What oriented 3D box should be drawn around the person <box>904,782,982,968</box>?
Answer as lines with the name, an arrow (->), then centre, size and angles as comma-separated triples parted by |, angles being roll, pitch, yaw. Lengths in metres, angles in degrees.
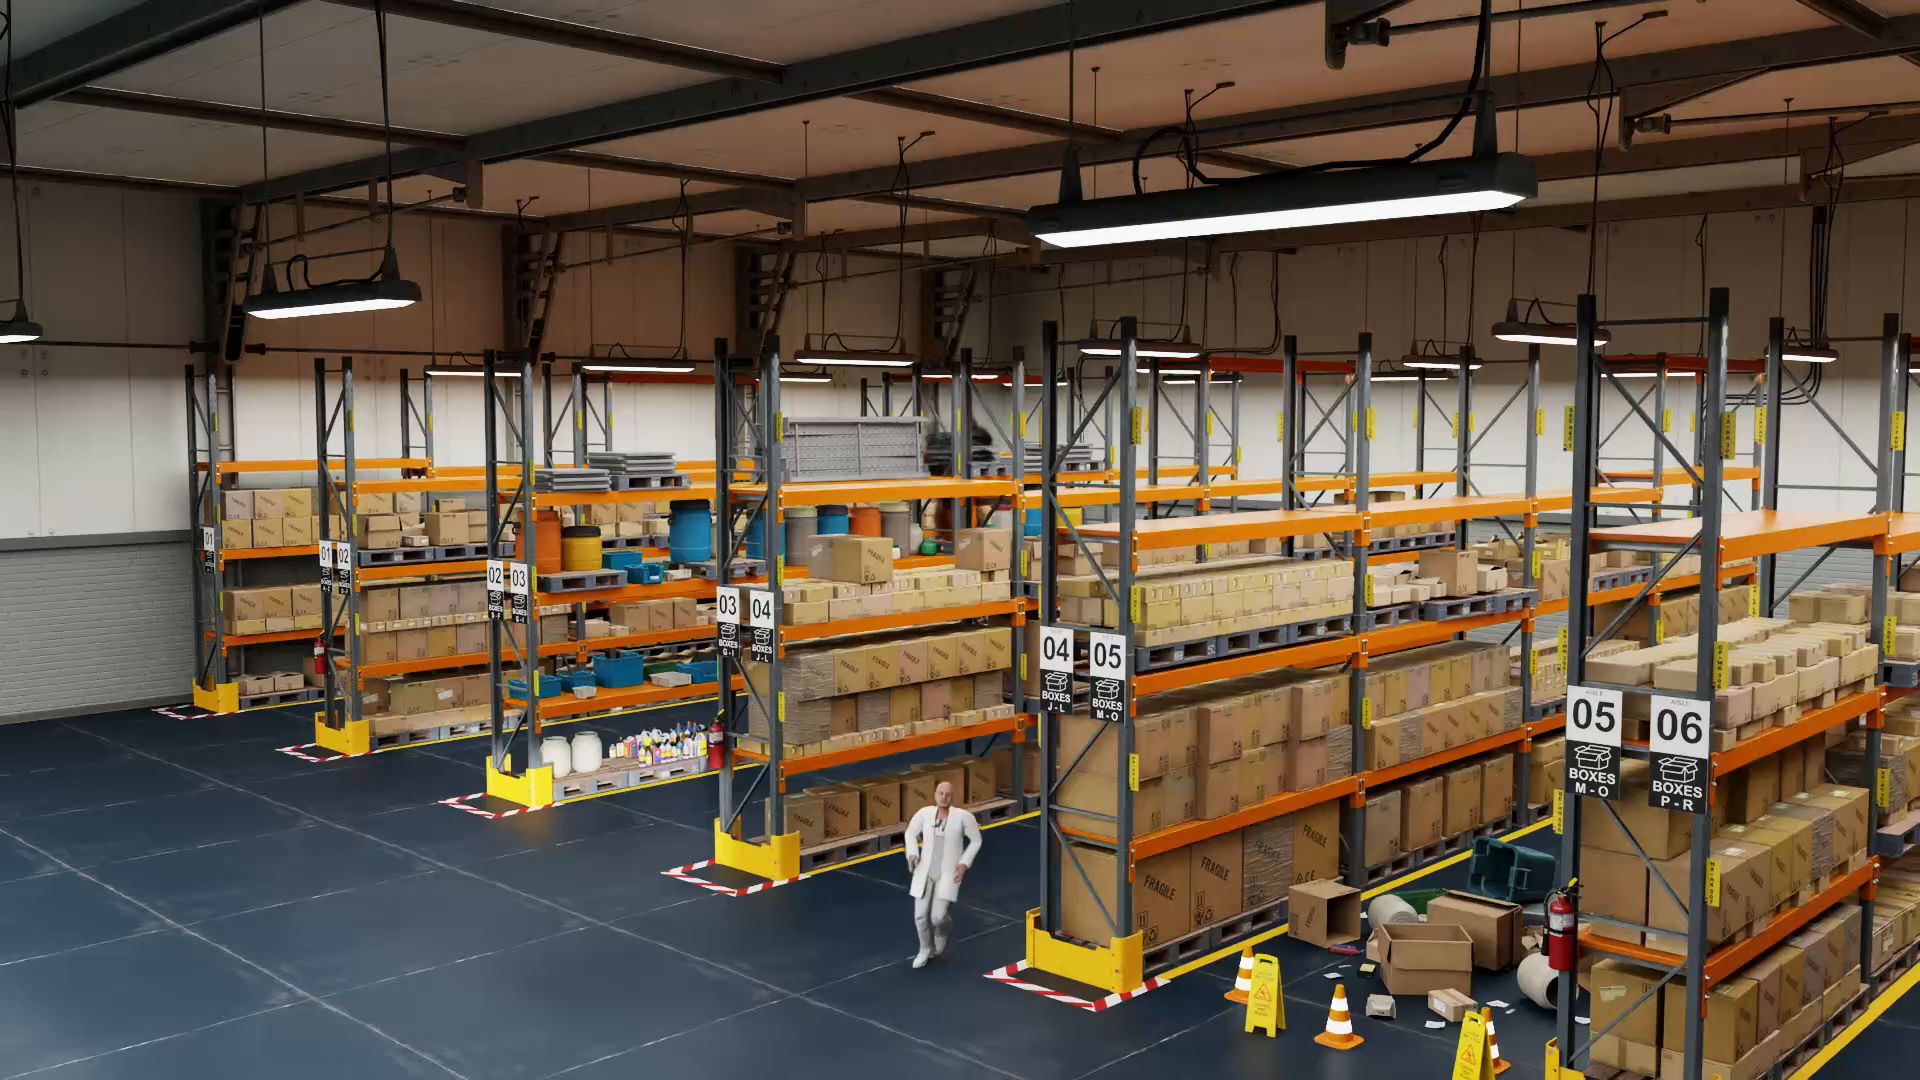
person -> -0.190, 3.124, 15.537 | 0.733, 1.738, 0.608 | 1, 5, 16

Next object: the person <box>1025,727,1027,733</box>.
person -> 1.059, 2.119, 24.284 | 0.700, 1.804, 0.920 | 3, 5, 36
